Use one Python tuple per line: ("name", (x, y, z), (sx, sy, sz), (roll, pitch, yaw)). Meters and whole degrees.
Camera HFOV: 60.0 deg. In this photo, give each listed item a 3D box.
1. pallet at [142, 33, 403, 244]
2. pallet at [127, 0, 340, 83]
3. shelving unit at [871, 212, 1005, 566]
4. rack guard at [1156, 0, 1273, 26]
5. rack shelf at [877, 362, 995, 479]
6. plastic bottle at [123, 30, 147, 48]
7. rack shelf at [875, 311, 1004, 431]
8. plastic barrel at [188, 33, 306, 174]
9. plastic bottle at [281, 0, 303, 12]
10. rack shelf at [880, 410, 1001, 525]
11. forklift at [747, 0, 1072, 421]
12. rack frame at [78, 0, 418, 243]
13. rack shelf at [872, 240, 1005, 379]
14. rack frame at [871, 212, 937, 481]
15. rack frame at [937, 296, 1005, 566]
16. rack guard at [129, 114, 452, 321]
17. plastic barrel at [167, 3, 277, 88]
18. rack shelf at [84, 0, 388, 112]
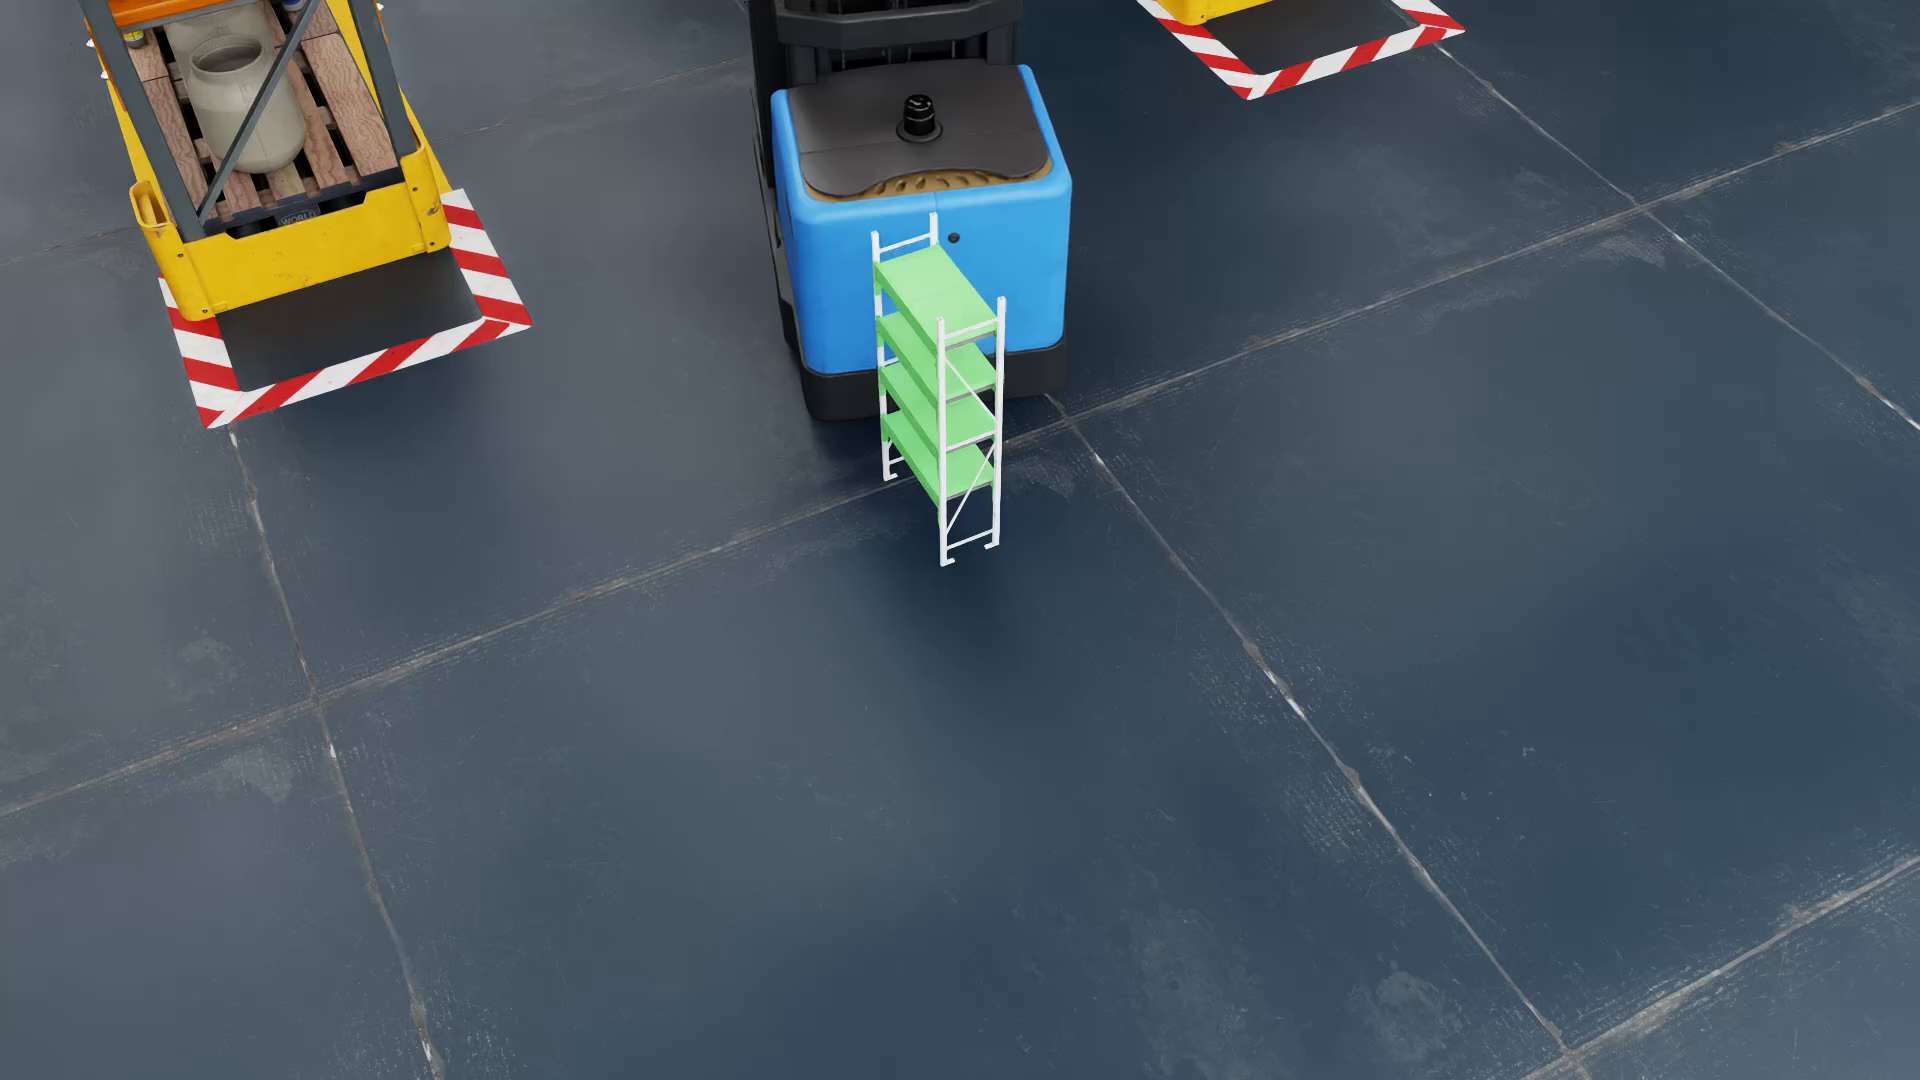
("pallet", (-3.211, -1.843, 7.721), (1.003, 0.211, 1.213), (-21, 52, -18))
("pallet", (-3.765, -2.658, 8.435), (1.003, 0.211, 1.213), (-21, 52, -18))
("shelving unit", (-0.076, -0.506, 5.895), (0.258, 1.200, 0.503), (-21, 52, -18))
("rack guard", (1.602, -3.114, 8.642), (1.175, 0.500, 0.348), (-21, 52, -18))
("rack shelf", (-0.076, -0.464, 5.943), (0.258, 0.148, 0.480), (-21, 52, -18))
("plastic bottle", (-3.998, -2.482, 7.995), (0.097, 0.201, 0.097), (0, 49, 0))
("rack shelf", (-0.076, -0.622, 5.763), (0.258, 0.148, 0.480), (-21, 52, -18))
("plastic barrel", (-3.137, -1.914, 7.305), (0.421, 0.512, 0.421), (0, 49, 0))
("plastic bottle", (-3.320, -2.748, 8.181), (0.097, 0.271, 0.097), (0, 49, 0))
("rack shelf", (-0.076, -0.306, 6.124), (0.258, 0.148, 0.480), (-21, 52, -18))
("forklift", (-0.348, -2.566, 6.547), (1.130, 2.935, 3.031), (-8, 49, -7))
("rack frame", (-2.768, -2.181, 6.164), (1.000, 3.000, 0.127), (-21, 52, -18))
("rack shelf", (-0.076, -0.780, 5.582), (0.258, 0.148, 0.480), (-21, 52, -18))
("rack frame", (-0.187, -0.669, 6.038), (0.240, 1.200, 0.015), (-21, 52, -18))
("rack frame", (0.036, -0.342, 5.752), (0.240, 1.200, 0.015), (-21, 52, -18))
("rack guard", (-2.844, -1.392, 7.136), (1.175, 0.500, 0.348), (-21, 52, -18))
("plastic barrel", (-3.366, -2.249, 7.598), (0.421, 0.512, 0.421), (0, 49, 0))
("rack shelf", (-3.683, -3.282, 7.606), (1.077, 0.370, 4.000), (-21, 52, -18))
